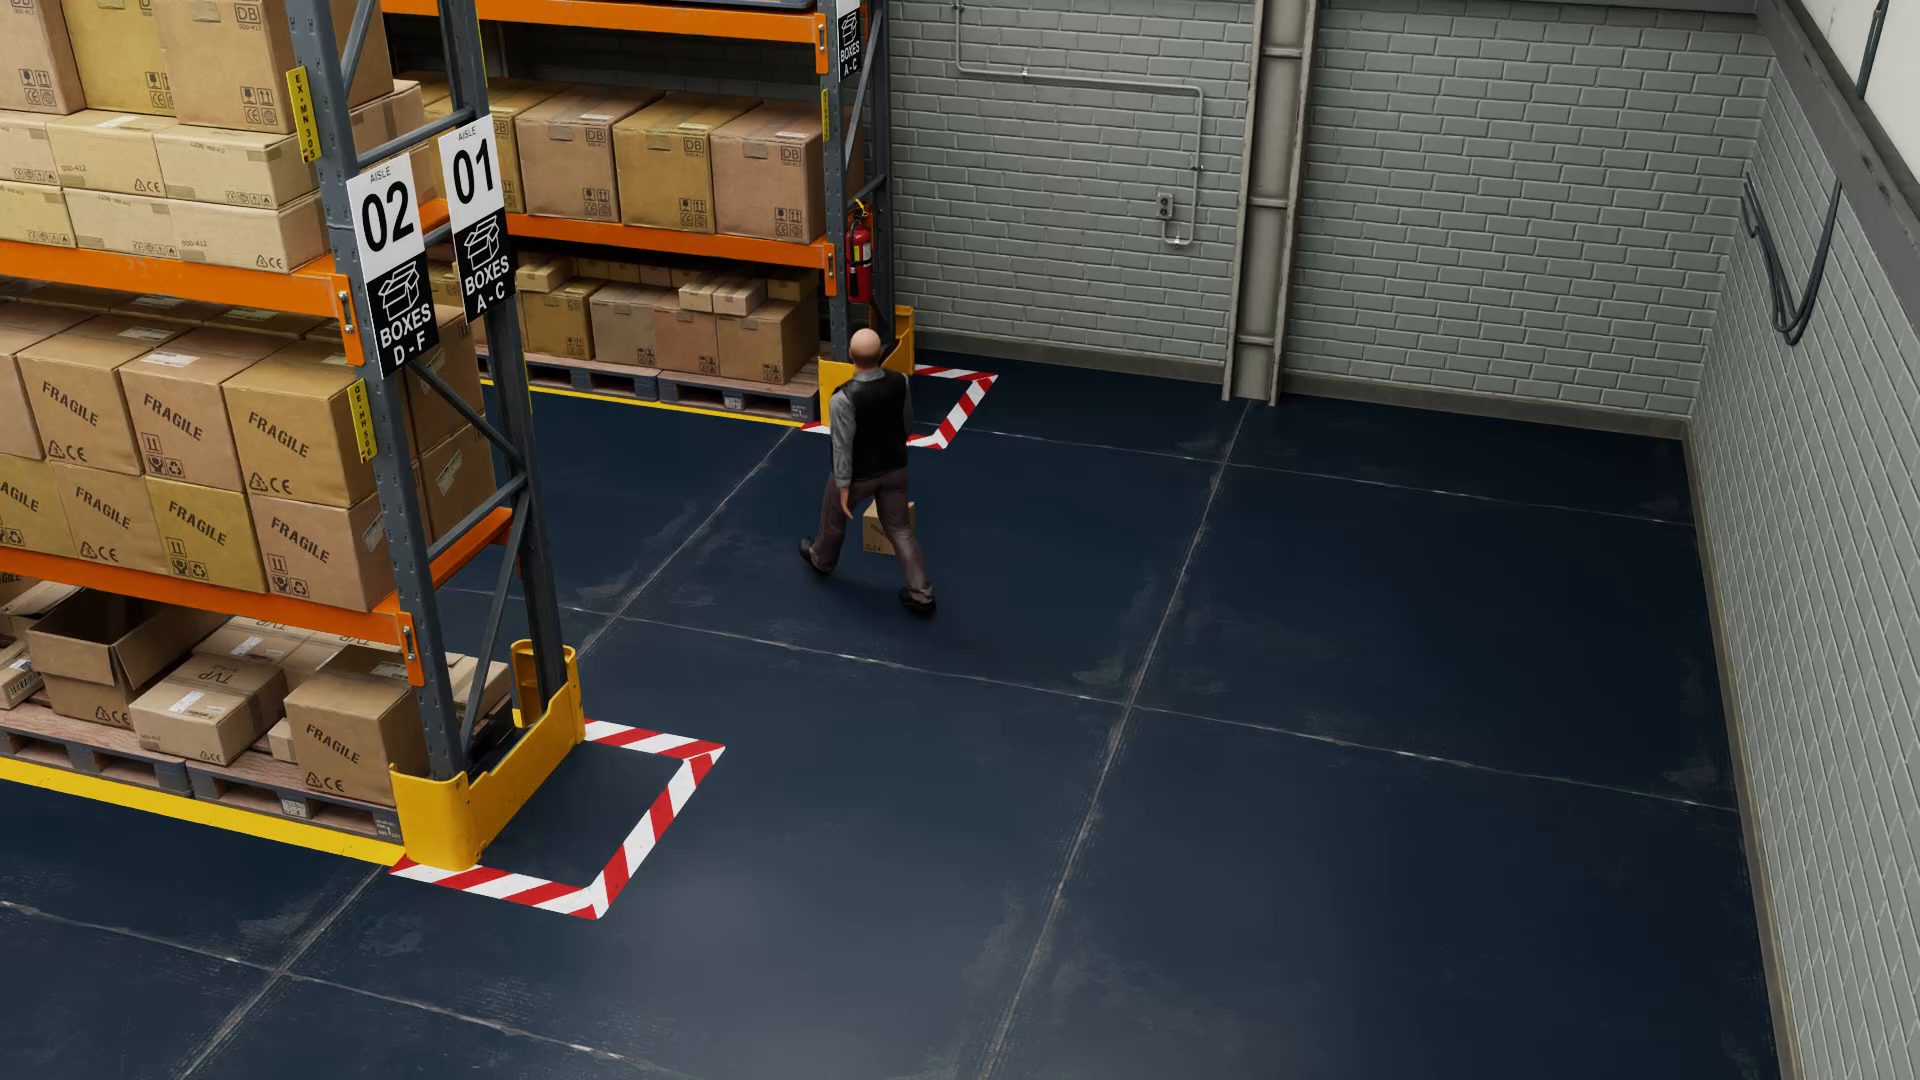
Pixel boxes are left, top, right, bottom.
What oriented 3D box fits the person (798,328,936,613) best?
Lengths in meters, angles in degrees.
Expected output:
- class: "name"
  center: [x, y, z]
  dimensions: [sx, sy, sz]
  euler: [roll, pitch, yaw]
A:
- class: "person"
  center: [-0.545, -0.445, 9.372]
  dimensions: [0.559, 1.663, 1.046]
  euler: [-16, 33, -27]
